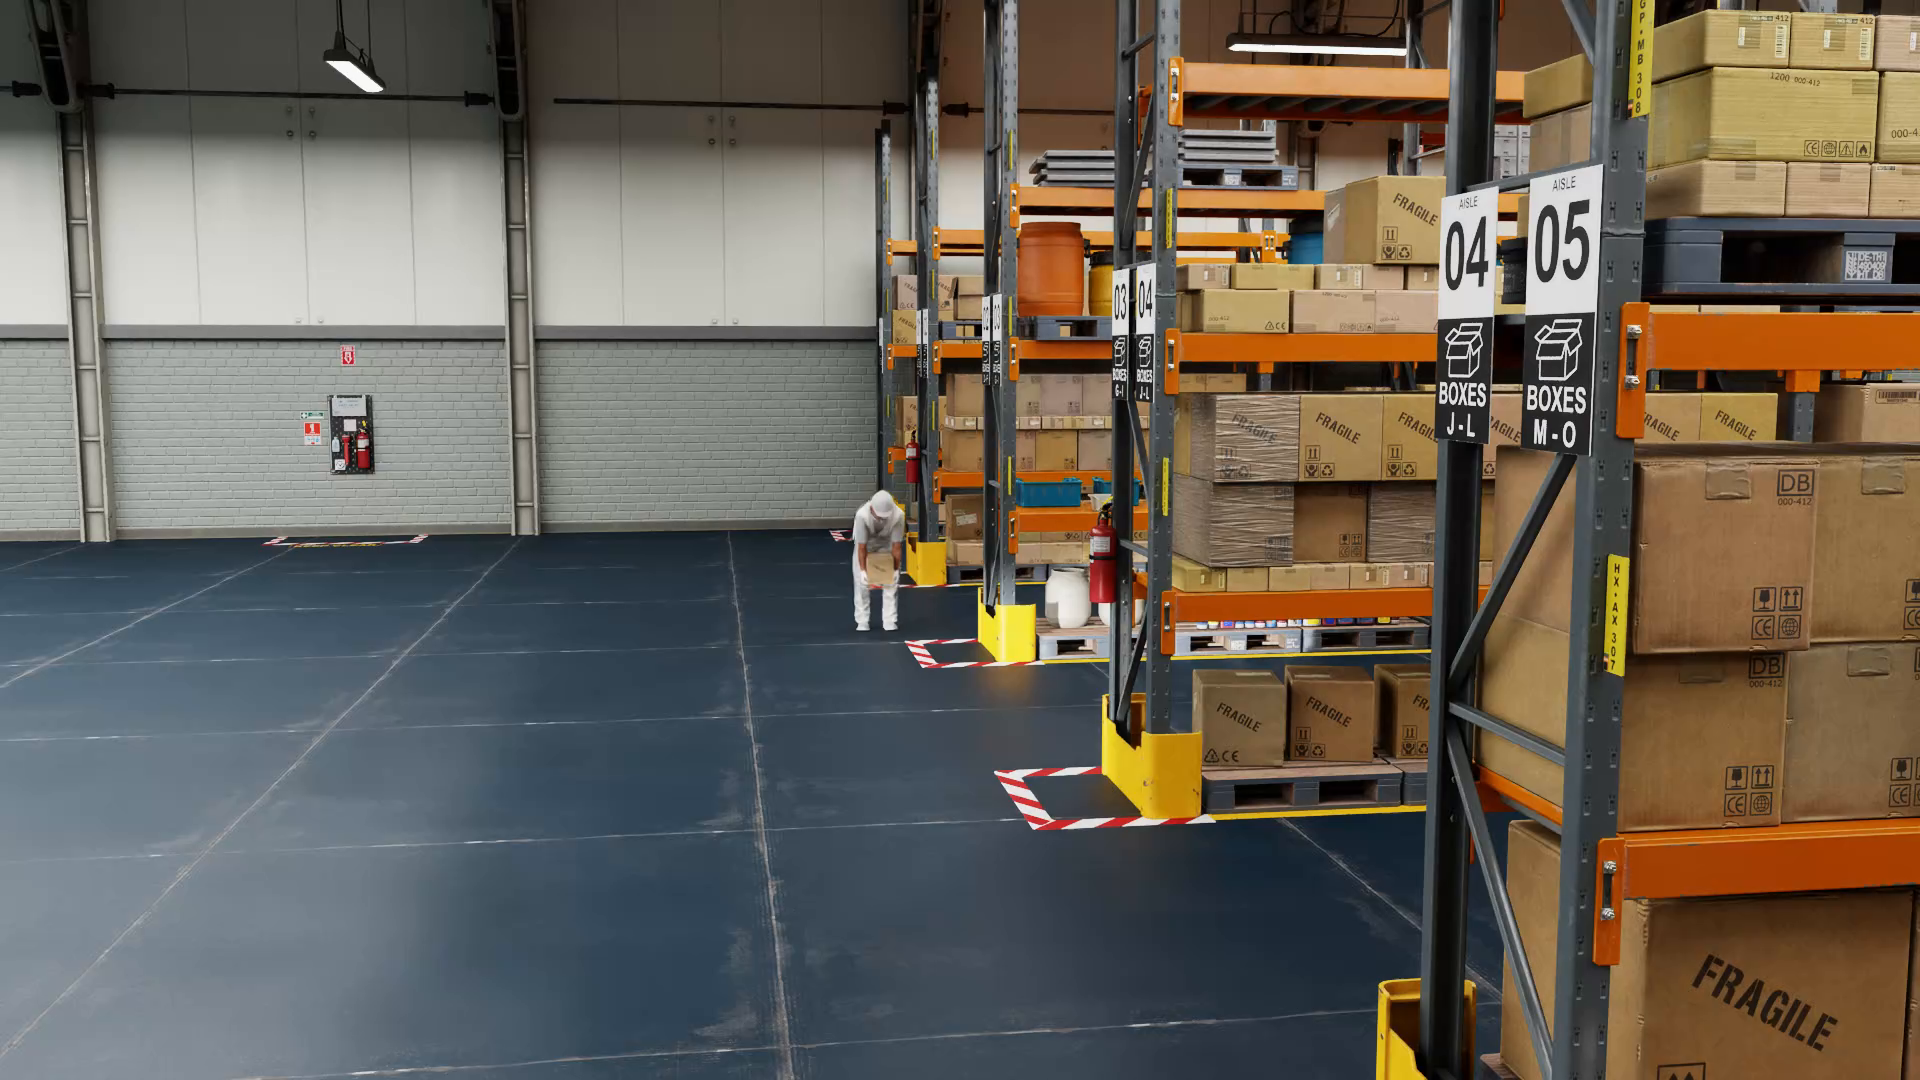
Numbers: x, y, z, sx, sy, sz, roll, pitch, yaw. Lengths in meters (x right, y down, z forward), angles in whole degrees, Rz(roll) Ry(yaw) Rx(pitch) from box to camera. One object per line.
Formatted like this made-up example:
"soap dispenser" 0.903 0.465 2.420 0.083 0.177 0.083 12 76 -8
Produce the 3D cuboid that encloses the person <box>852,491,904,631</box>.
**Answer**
"person" -0.783 0.200 16.023 0.486 1.404 0.903 -1 6 -8
